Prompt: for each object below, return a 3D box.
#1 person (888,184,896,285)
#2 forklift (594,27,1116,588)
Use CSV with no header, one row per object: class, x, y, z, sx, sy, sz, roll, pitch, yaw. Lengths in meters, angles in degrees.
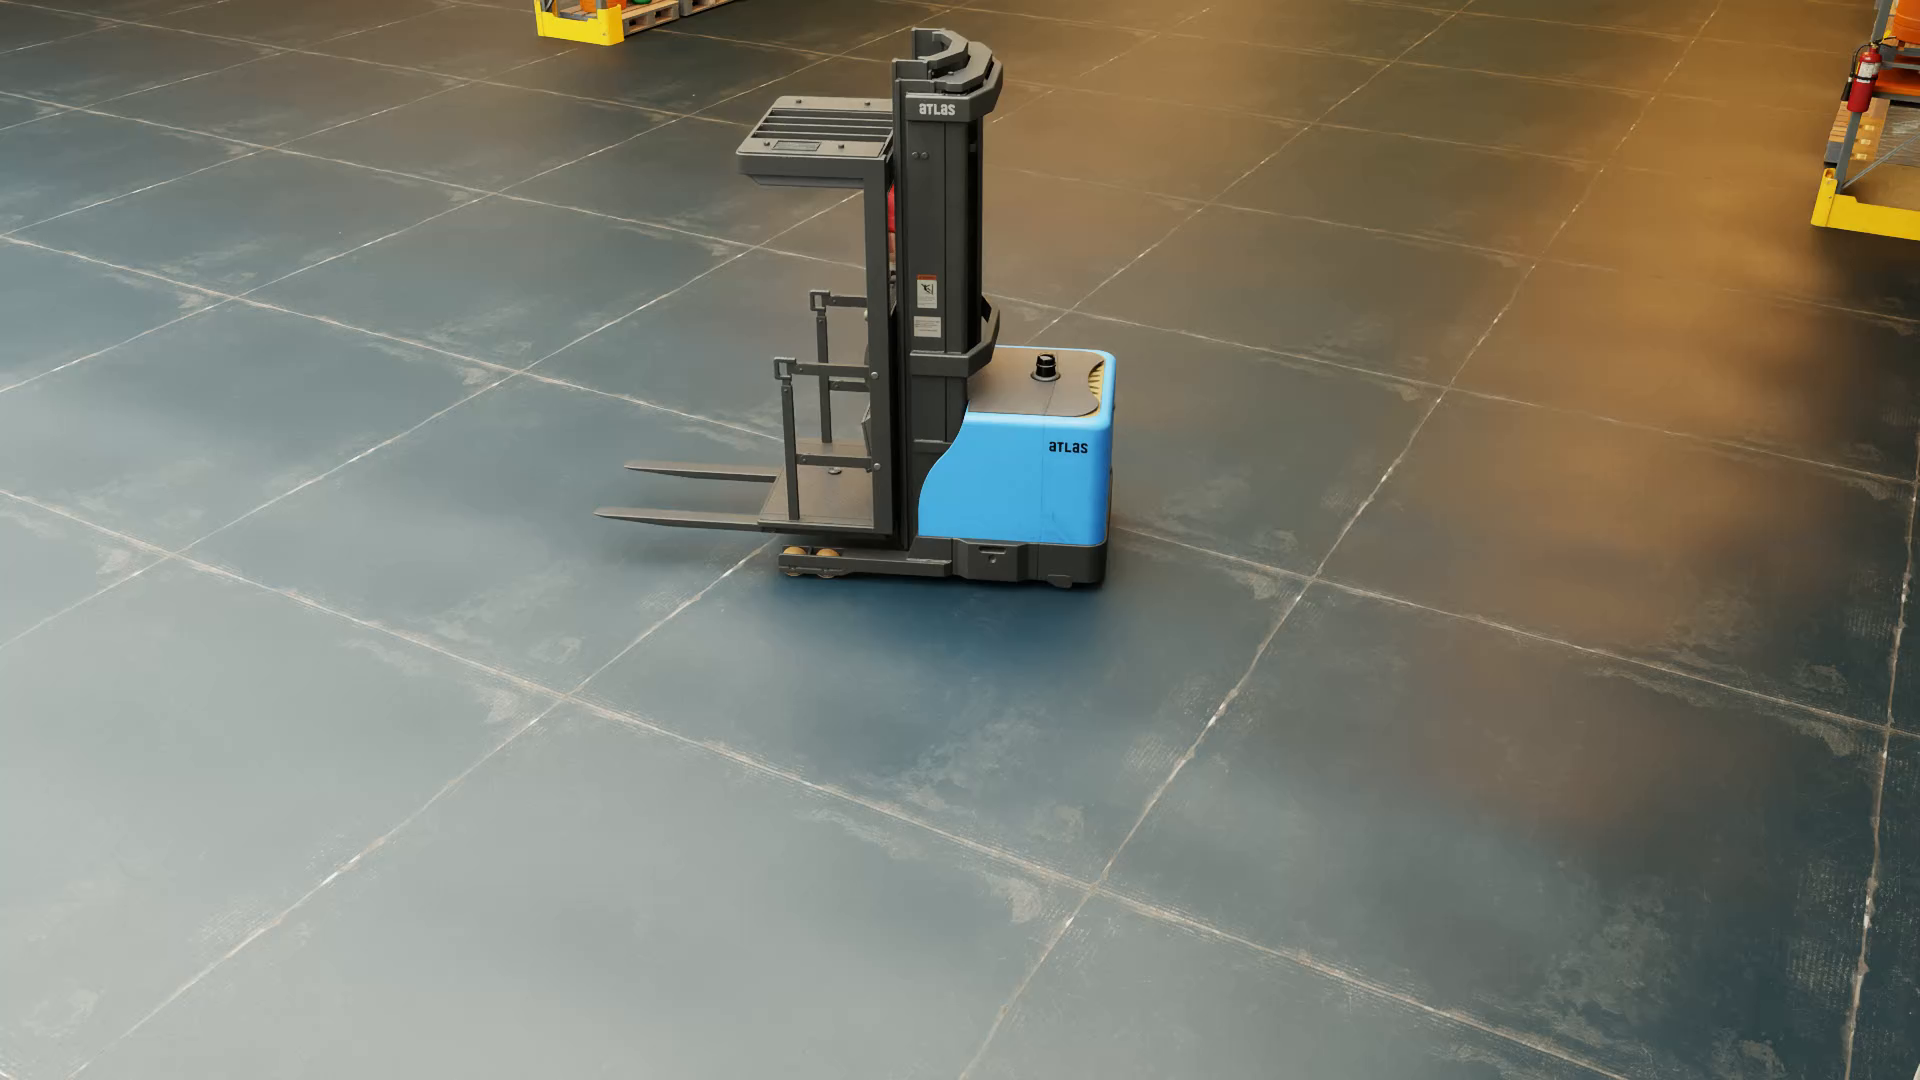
person,-0.428,-1.896,11.559,0.393,1.725,0.599,-8,31,-13
forklift,-0.624,-1.307,9.335,3.031,2.935,1.130,3,30,6
